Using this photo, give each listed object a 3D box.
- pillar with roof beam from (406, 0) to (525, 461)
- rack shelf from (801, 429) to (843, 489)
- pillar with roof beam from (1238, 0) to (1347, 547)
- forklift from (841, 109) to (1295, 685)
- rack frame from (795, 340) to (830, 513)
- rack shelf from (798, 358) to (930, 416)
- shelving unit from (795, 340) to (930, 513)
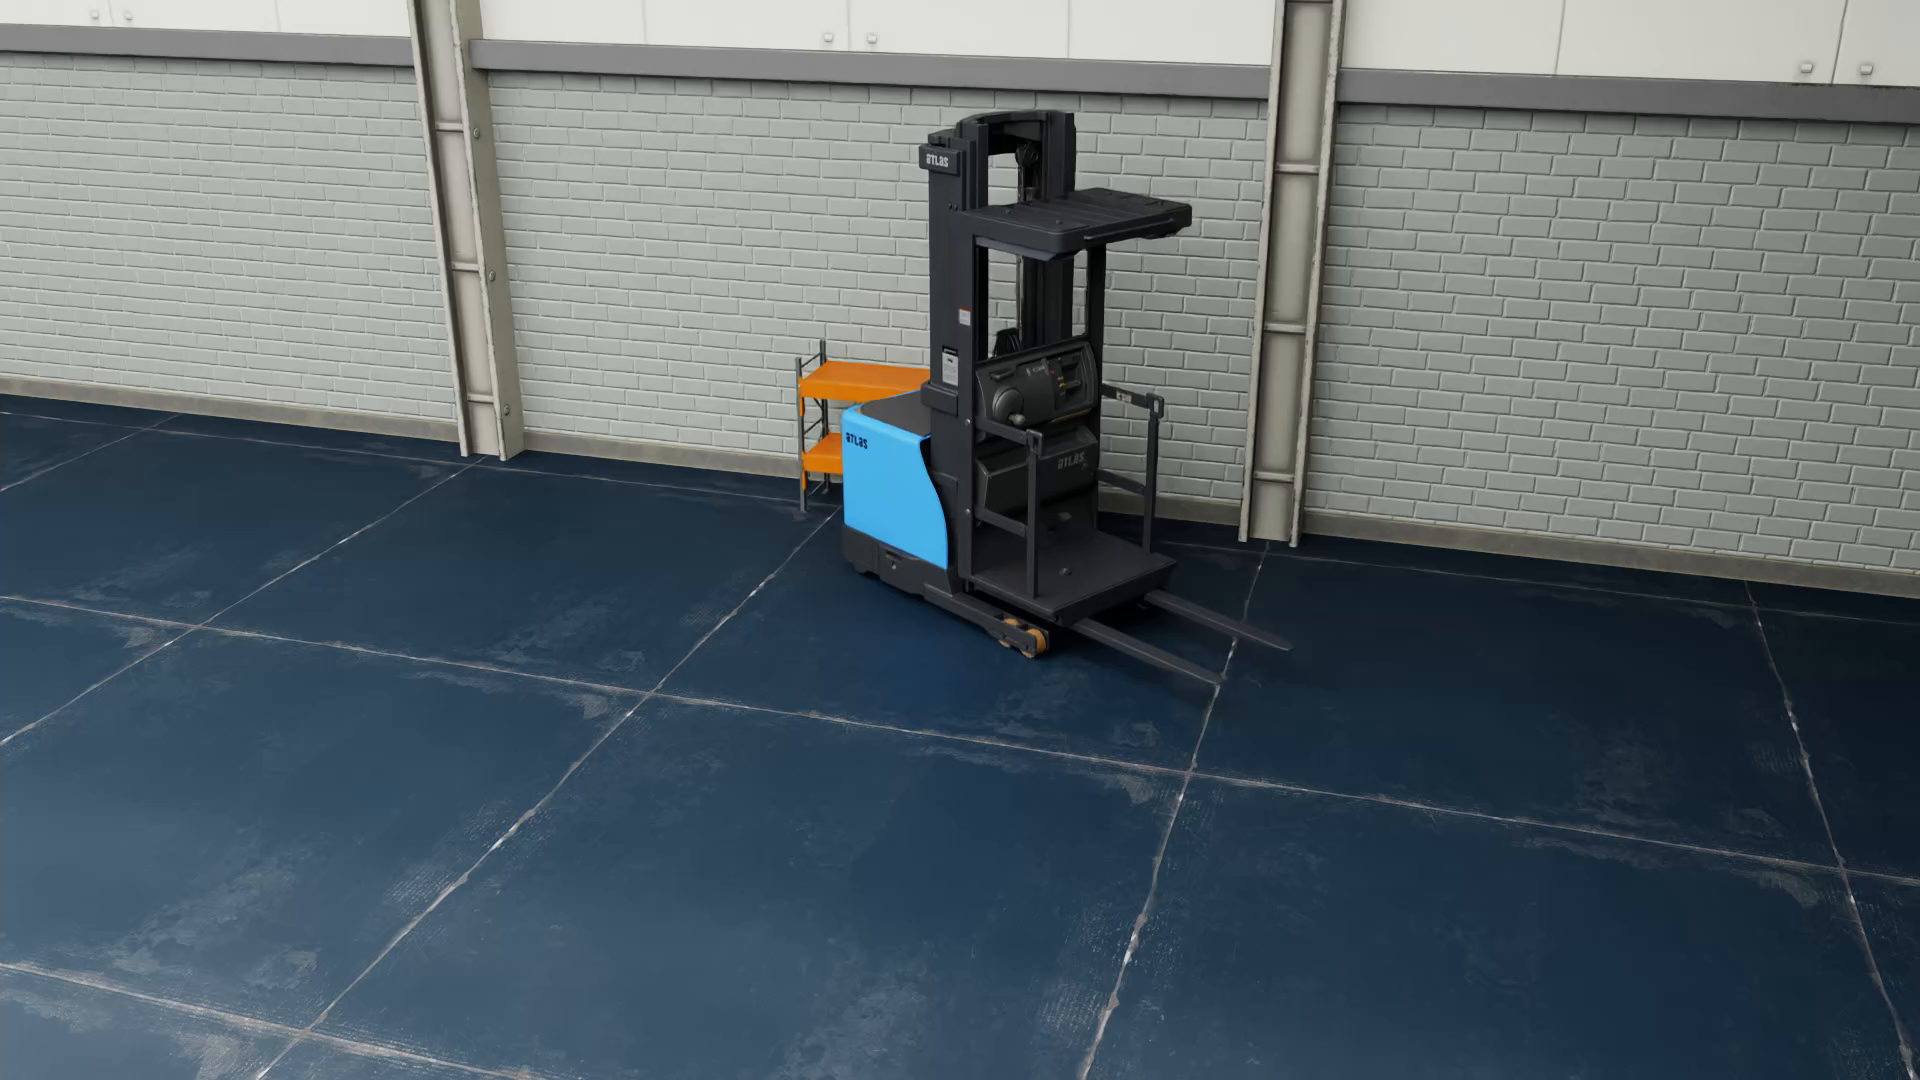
[{"bbox_3d":[-4.871,-3.285,7.422,0.400,9.000,9.100,7,23,16],"label":"pillar with roof beam"},{"bbox_3d":[-0.551,-0.523,11.707,1.000,0.278,0.538,7,23,16],"label":"rack shelf"},{"bbox_3d":[0.874,-2.628,5.818,0.400,9.000,9.100,7,23,16],"label":"pillar with roof beam"},{"bbox_3d":[0.599,-0.894,9.589,1.130,2.935,3.031,-19,29,-38],"label":"forklift"},{"bbox_3d":[-1.037,-0.805,11.750,0.032,1.125,0.500,7,23,16],"label":"rack frame"},{"bbox_3d":[-0.551,-1.020,11.503,1.000,0.278,0.538,7,23,16],"label":"rack shelf"},{"bbox_3d":[-0.551,-0.749,11.614,1.048,1.125,0.538,7,23,16],"label":"shelving unit"}]
